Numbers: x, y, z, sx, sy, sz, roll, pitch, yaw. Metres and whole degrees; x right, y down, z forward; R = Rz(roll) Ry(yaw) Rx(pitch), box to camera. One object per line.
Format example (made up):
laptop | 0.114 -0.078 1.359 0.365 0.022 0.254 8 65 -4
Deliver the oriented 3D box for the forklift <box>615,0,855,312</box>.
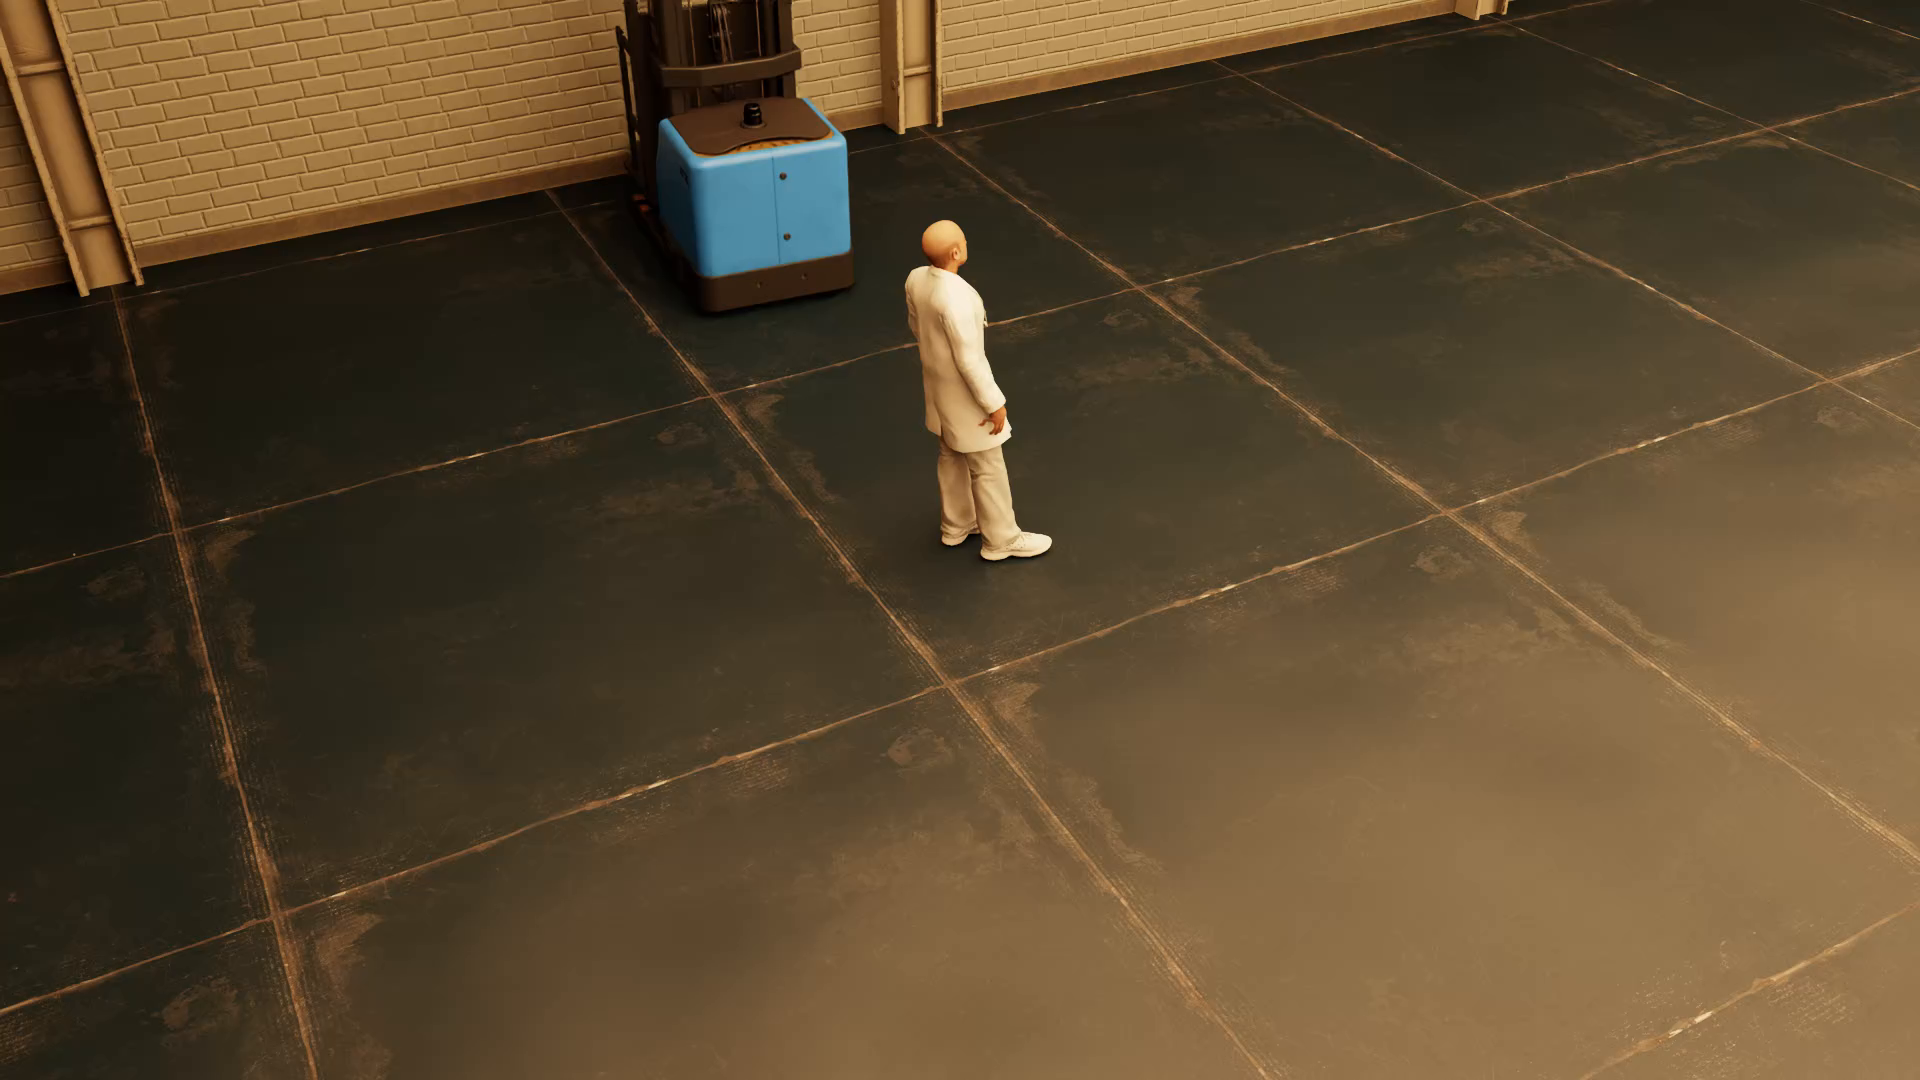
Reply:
forklift | -1.731 -3.495 11.067 1.130 2.935 3.031 -14 37 -19

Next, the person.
person | 0.083 -0.754 8.178 0.578 1.777 0.696 -17 39 -23
